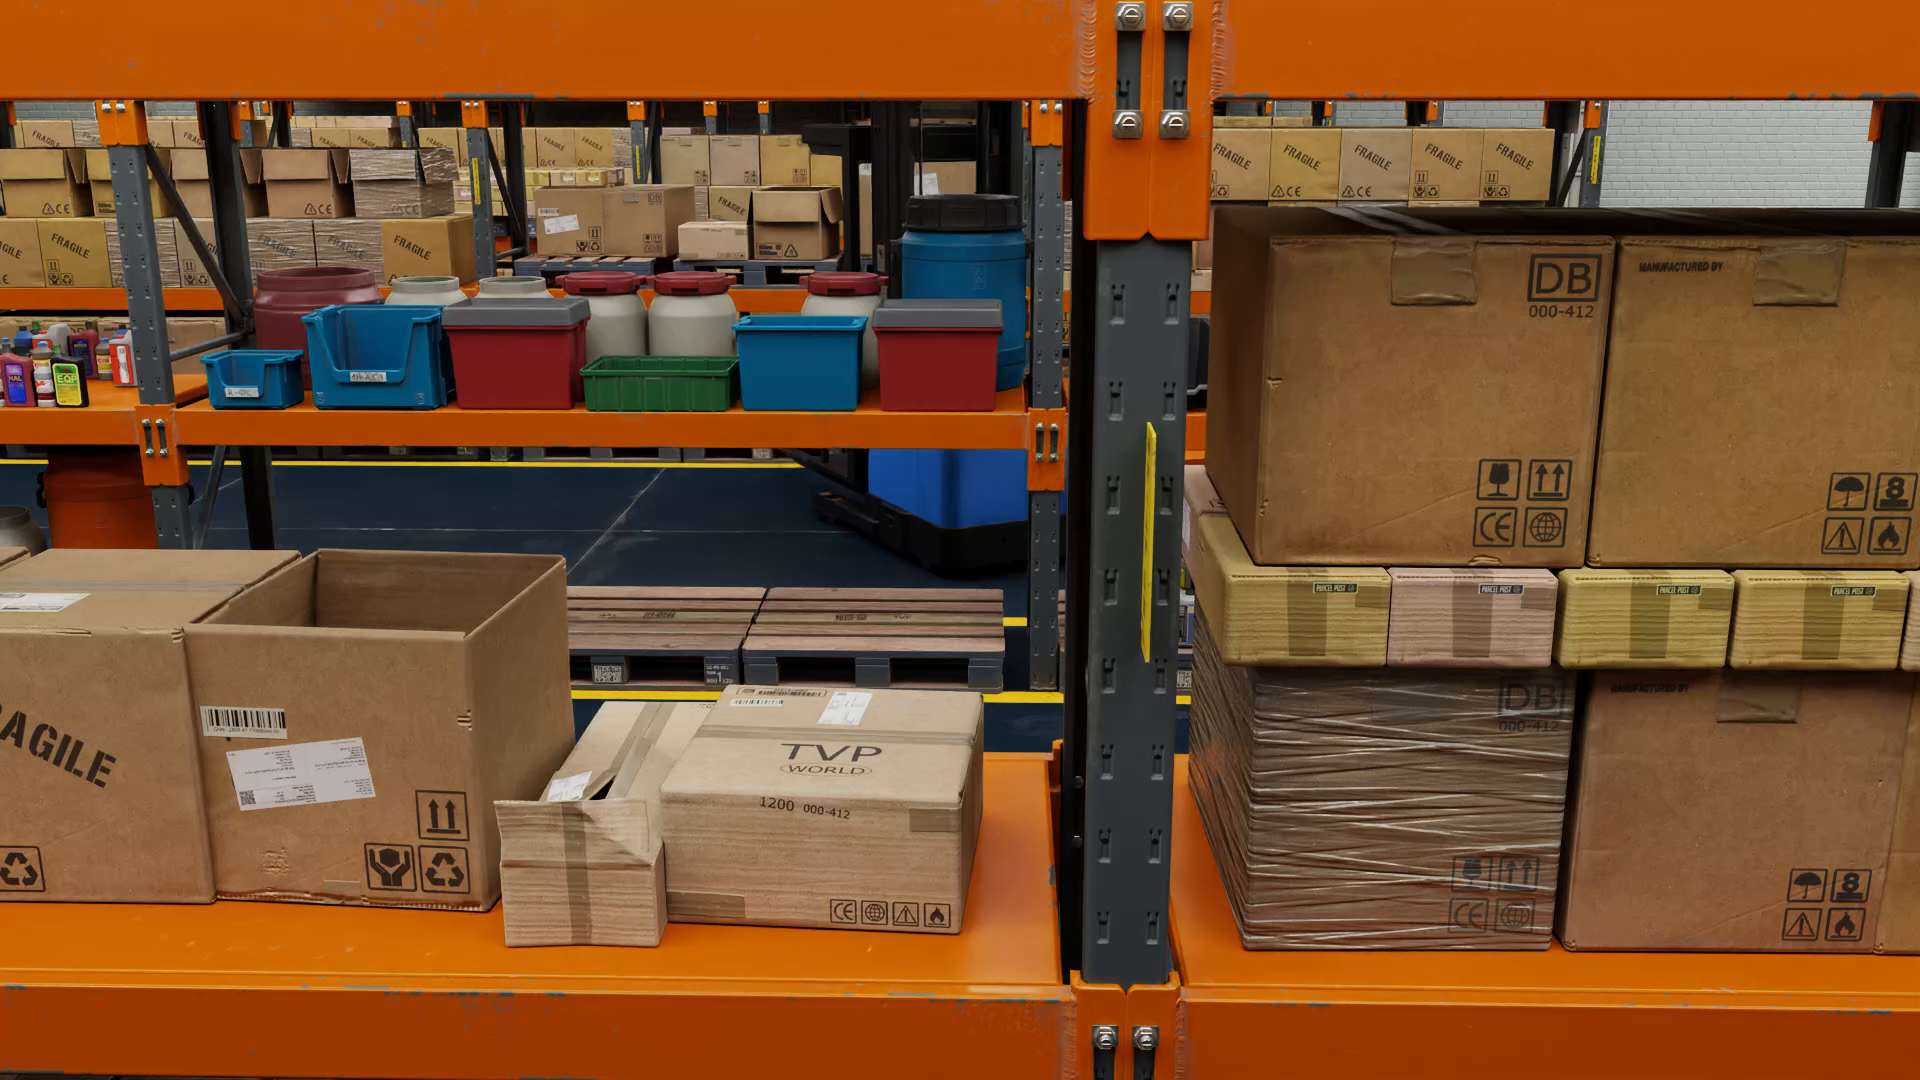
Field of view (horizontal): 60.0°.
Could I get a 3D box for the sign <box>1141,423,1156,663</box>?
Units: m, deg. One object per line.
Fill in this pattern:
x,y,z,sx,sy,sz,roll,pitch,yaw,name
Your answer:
0.264,0.003,2.332,0.005,0.325,0.100,0,15,1,sign

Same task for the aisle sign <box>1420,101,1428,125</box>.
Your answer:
4.829,-4.711,17.220,0.004,0.787,0.394,0,15,1,aisle sign

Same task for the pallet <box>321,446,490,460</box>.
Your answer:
-4.260,-0.842,13.117,1.213,0.211,1.003,0,15,1,pallet

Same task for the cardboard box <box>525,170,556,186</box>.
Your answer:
-4.261,-3.689,16.947,0.250,0.149,0.380,1,15,3,cardboard box

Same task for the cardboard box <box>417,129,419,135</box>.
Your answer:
-8.579,-6.496,27.324,0.500,0.500,0.500,0,15,0,cardboard box

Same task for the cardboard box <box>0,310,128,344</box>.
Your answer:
-6.833,-1.368,12.989,0.875,0.875,1.225,0,15,2,cardboard box

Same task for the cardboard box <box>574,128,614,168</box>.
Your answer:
-4.754,-5.168,21.891,0.500,0.500,0.500,0,15,1,cardboard box

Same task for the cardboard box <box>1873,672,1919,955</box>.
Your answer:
1.740,0.346,2.954,0.500,0.500,0.700,1,15,2,cardboard box

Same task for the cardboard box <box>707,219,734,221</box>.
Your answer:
-1.800,-2.362,12.852,0.258,0.266,0.396,0,15,0,cardboard box

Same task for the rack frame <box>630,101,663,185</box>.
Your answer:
-3.247,-3.430,17.461,0.127,3.000,1.000,0,15,1,rack frame

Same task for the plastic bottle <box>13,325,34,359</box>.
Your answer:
-4.604,-0.921,8.203,0.097,0.271,0.097,0,15,0,plastic bottle

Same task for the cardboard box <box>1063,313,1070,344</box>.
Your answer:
1.379,-2.558,17.496,0.875,0.875,0.875,1,15,2,cardboard box

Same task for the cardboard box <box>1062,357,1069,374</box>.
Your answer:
0.923,-1.121,12.787,0.500,0.500,0.500,0,15,0,cardboard box

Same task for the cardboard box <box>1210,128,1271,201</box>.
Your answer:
1.968,-2.741,12.111,0.500,0.500,0.500,0,15,1,cardboard box

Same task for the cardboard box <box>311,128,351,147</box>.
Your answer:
-8.206,-5.189,21.971,0.500,0.500,0.500,0,15,1,cardboard box

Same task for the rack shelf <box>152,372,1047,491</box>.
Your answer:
-1.601,-0.542,7.924,4.000,0.370,1.077,0,15,1,rack shelf

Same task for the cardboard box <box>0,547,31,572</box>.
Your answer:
-2.053,0.319,3.055,0.500,0.500,0.500,0,15,-2,cardboard box

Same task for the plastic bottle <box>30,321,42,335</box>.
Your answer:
-4.620,-0.947,8.278,0.133,0.283,0.061,0,15,1,plastic bottle

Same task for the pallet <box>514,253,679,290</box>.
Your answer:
-2.759,-2.096,12.779,1.003,0.211,1.213,0,15,1,pallet

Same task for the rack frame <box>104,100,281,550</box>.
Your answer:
-3.601,-0.903,7.881,0.127,3.000,1.000,0,15,1,rack frame

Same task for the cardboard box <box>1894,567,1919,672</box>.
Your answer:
1.553,0.082,2.681,0.250,0.149,0.380,0,15,0,cardboard box

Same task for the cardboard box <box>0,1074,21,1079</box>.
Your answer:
-2.177,1.162,3.523,0.500,0.311,0.500,0,15,1,cardboard box

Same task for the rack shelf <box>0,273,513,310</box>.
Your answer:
-5.474,-1.831,12.810,4.000,0.370,1.077,0,15,1,rack shelf

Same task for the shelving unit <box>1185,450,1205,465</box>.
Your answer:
1.542,-0.645,9.846,1.083,1.500,0.587,-5,15,-17,shelving unit

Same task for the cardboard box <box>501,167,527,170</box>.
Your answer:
-4.753,-3.859,17.588,0.250,0.149,0.380,1,15,4,cardboard box

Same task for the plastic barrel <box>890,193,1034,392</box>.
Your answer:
0.020,-1.199,8.021,0.708,0.901,0.600,0,15,1,plastic barrel

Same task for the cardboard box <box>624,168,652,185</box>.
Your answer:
-4.224,-4.803,21.979,0.500,0.250,0.500,0,15,0,cardboard box

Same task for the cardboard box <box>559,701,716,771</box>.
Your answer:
-0.613,0.450,3.246,0.250,0.149,0.380,0,15,1,cardboard box

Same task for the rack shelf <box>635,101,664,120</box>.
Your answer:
-1.247,-4.520,17.120,4.000,0.370,1.077,0,15,1,rack shelf

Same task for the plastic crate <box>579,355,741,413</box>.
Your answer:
-1.350,-0.714,7.580,0.662,0.188,0.450,0,15,1,plastic crate

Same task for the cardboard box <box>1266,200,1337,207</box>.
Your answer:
2.473,-2.310,12.435,0.500,0.500,0.875,0,15,1,cardboard box

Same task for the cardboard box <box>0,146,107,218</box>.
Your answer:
-6.834,-2.723,12.619,0.637,0.503,0.797,0,15,0,cardboard box

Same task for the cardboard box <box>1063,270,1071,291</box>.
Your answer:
0.732,-1.940,12.306,0.250,0.149,0.380,0,15,1,cardboard box

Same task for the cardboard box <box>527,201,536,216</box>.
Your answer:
-4.257,-3.401,17.021,0.250,0.149,0.380,1,15,2,cardboard box

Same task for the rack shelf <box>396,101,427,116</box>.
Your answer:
-9.219,-5.835,22.105,4.000,0.370,1.077,0,15,1,rack shelf

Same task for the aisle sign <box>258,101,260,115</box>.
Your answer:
-11.171,-7.194,26.630,0.004,0.787,0.394,0,15,1,aisle sign

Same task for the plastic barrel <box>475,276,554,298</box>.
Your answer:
-2.146,-1.002,8.038,0.421,0.512,0.421,0,15,0,plastic barrel

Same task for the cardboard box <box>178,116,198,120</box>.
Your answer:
-10.086,-5.506,21.902,0.250,0.149,0.380,0,15,0,cardboard box

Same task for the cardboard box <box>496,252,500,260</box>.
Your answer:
-6.598,-3.911,22.626,0.875,0.875,0.875,1,15,3,cardboard box

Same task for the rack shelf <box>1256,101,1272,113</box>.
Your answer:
2.900,-7.022,26.607,4.000,0.370,1.077,0,15,1,rack shelf

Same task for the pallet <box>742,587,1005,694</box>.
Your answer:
-0.388,0.476,8.120,1.213,0.211,1.003,0,15,1,pallet

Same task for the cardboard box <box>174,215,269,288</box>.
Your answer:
-5.500,-2.165,12.470,0.500,0.500,0.500,1,15,2,cardboard box

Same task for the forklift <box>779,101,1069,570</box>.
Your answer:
-0.319,-1.573,10.558,1.130,2.935,3.031,-8,17,-27,forklift

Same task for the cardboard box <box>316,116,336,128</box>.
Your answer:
-8.299,-5.516,21.940,0.250,0.149,0.380,0,15,1,cardboard box

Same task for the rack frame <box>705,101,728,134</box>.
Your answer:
-3.221,-4.693,22.248,0.127,3.000,1.000,0,15,1,rack frame

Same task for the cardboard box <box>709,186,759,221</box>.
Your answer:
-2.296,-3.404,17.166,0.500,0.500,0.500,0,15,1,cardboard box

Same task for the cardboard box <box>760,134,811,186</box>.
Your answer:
-1.779,-3.951,17.278,0.500,0.500,0.700,0,15,1,cardboard box

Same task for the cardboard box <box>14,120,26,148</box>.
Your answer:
-9.778,-4.076,17.172,0.500,0.500,0.500,0,15,0,cardboard box

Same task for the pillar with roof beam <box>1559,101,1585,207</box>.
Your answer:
10.114,-7.905,22.662,0.400,9.000,9.100,0,15,1,pillar with roof beam

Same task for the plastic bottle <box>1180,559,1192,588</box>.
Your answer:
1.045,0.159,8.188,0.185,0.351,0.144,0,15,1,plastic bottle

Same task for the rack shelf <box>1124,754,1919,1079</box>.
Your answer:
2.267,0.747,3.037,4.000,0.370,1.077,0,15,1,rack shelf

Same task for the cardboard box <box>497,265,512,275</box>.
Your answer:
-4.950,-2.732,17.424,0.500,0.250,0.500,1,15,3,cardboard box

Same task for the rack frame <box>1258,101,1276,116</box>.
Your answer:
4.899,-5.907,26.848,0.127,3.000,1.000,0,15,1,rack frame
